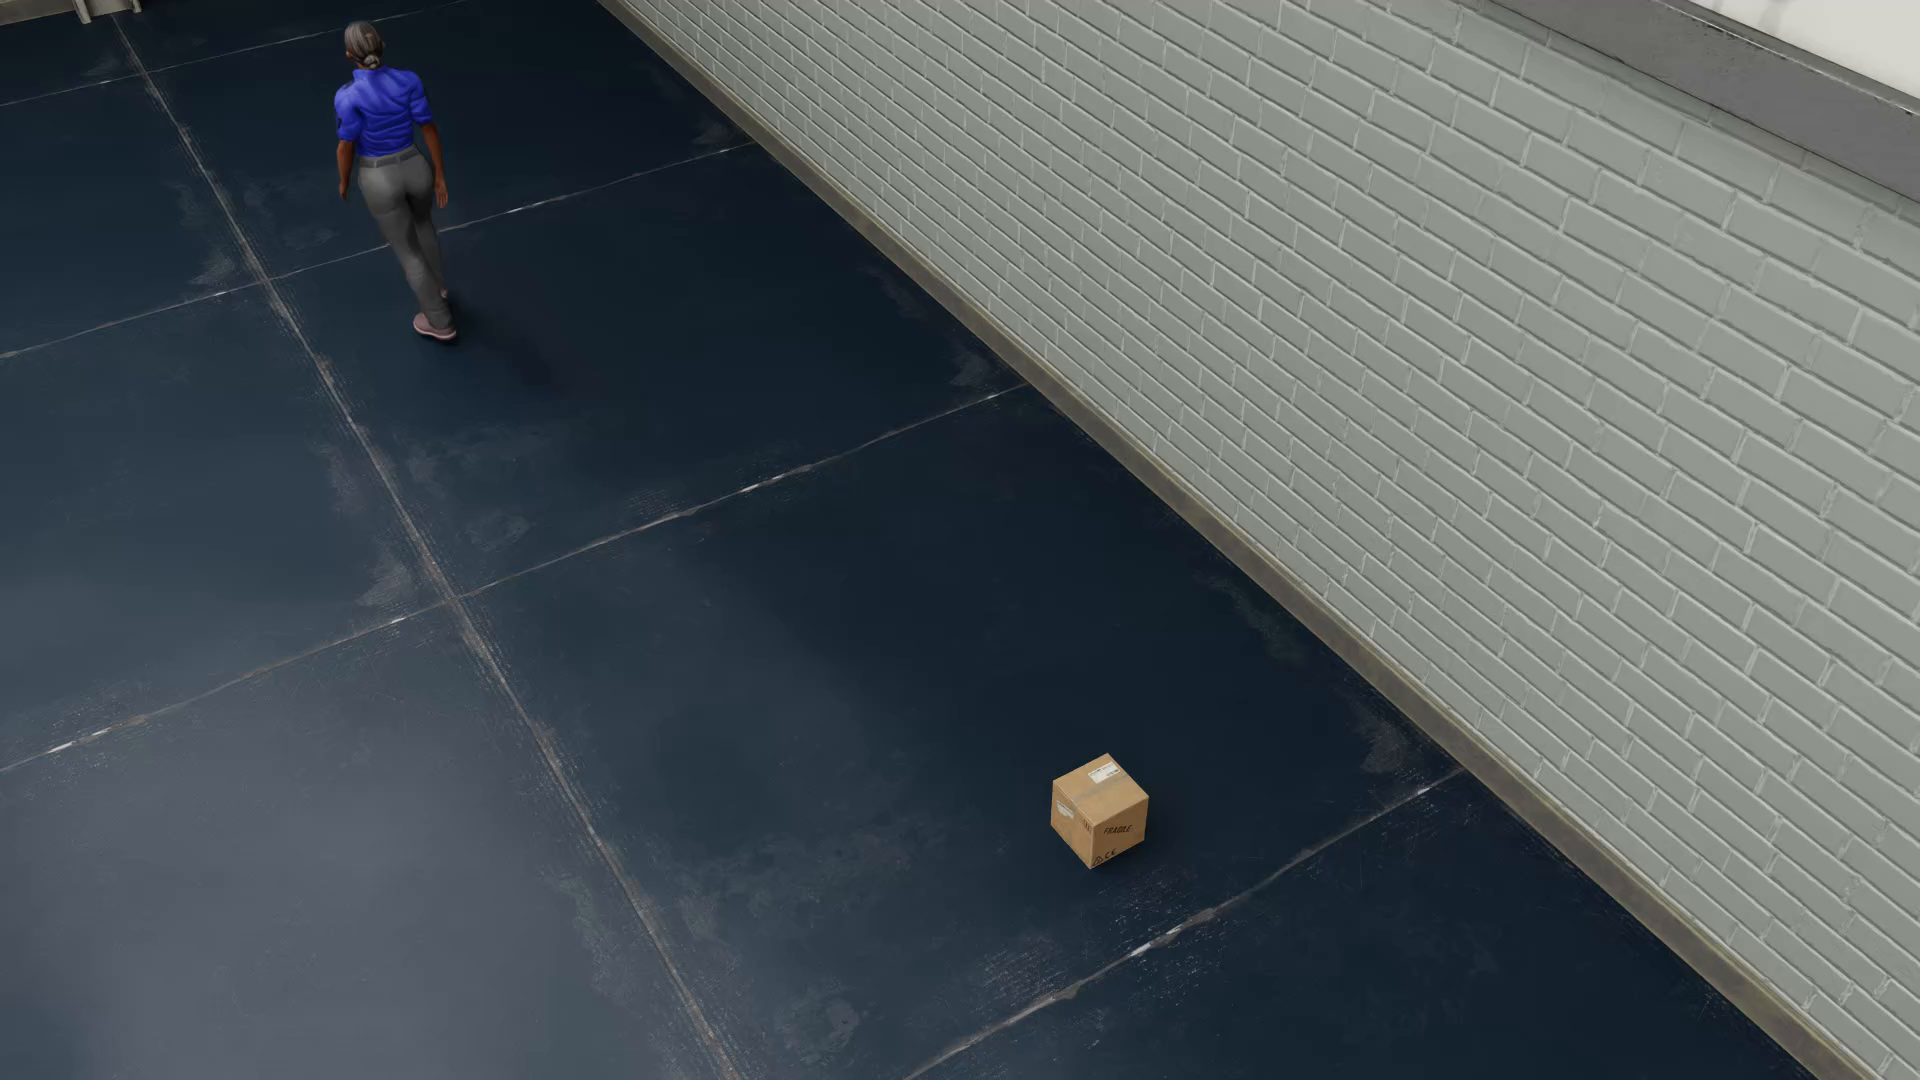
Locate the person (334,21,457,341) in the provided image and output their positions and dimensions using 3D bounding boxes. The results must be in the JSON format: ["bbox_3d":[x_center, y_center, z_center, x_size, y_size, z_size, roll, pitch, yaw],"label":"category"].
[{"bbox_3d":[-2.791,-1.748,8.200,0.461,1.724,0.588,-32,50,-31],"label":"person"}]
